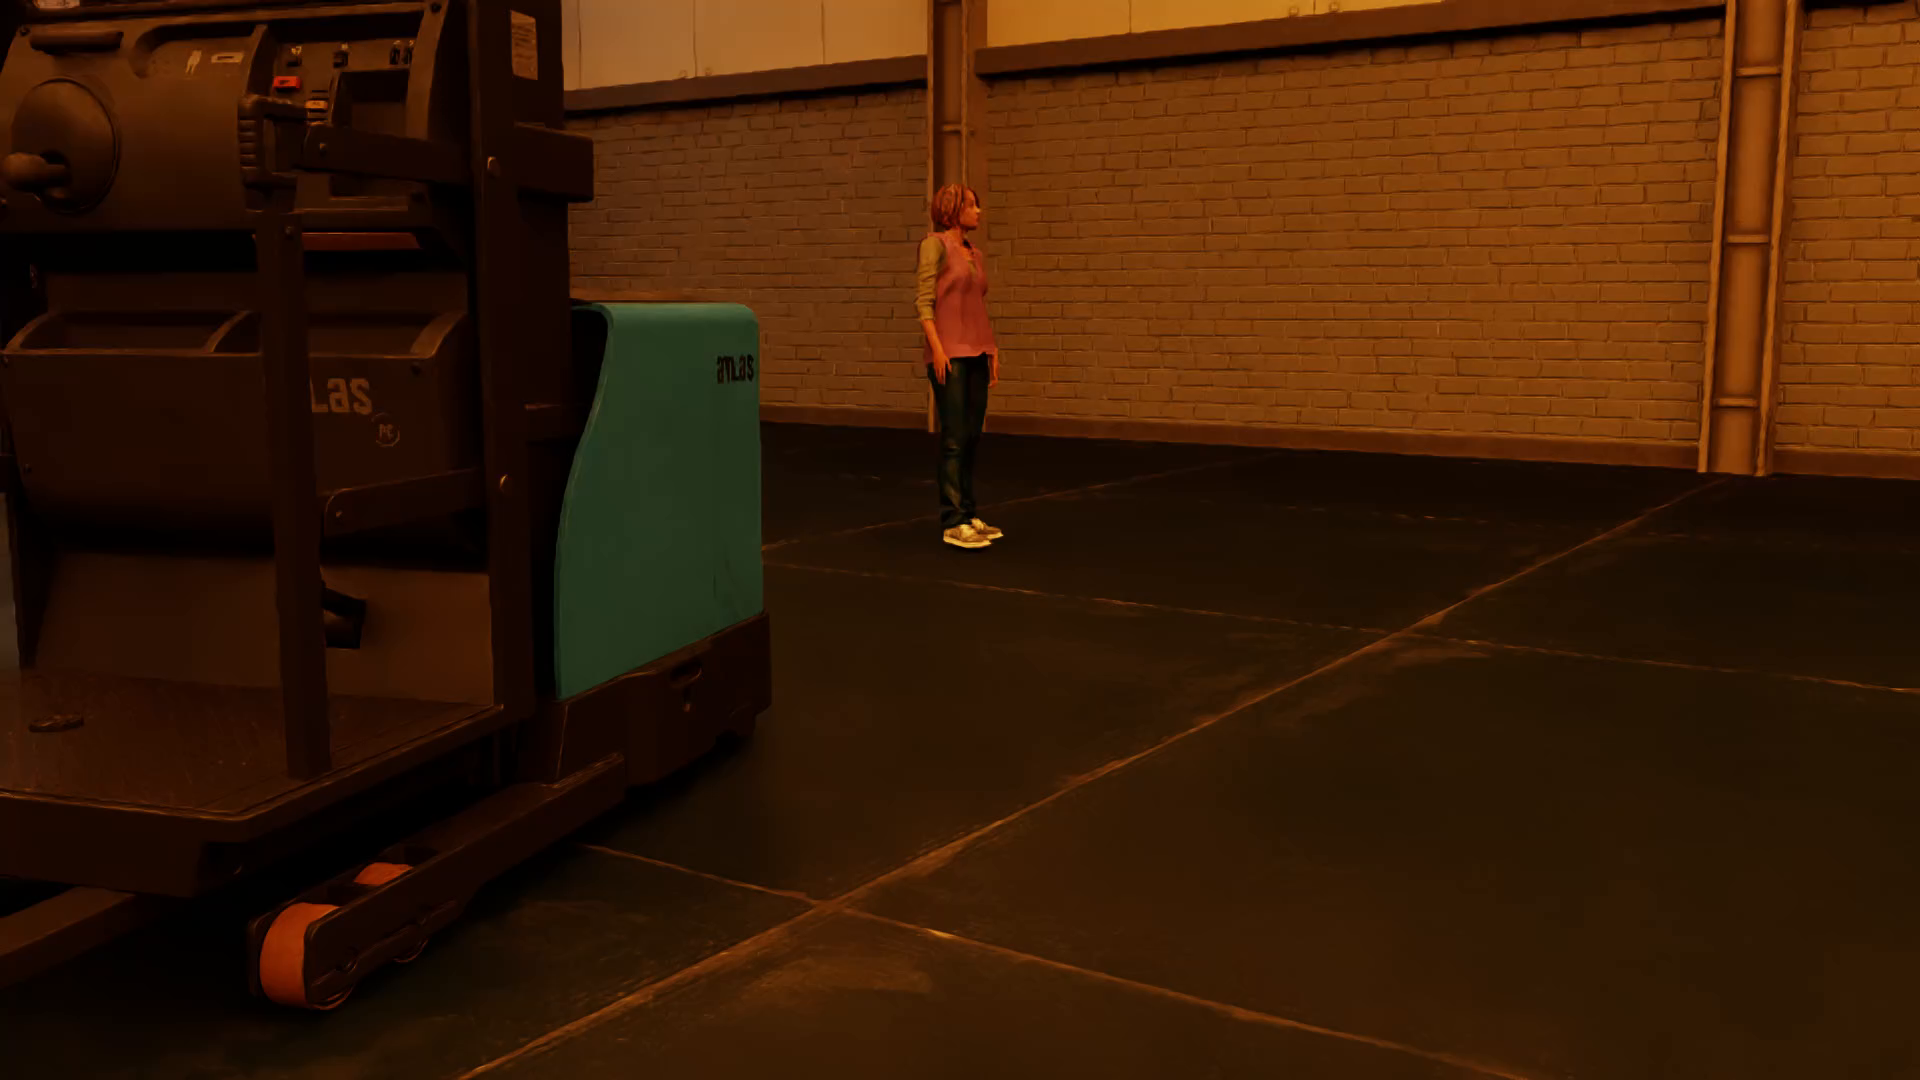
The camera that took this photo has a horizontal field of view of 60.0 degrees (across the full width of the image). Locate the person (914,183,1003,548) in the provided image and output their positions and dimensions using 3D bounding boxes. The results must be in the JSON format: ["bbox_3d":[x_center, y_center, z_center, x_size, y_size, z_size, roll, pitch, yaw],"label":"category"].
[{"bbox_3d":[0.054,-0.790,7.438,0.474,1.597,0.520,5,10,34],"label":"person"}]

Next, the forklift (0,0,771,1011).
[{"bbox_3d":[-1.387,-0.792,2.765,1.130,2.935,3.031,2,8,17],"label":"forklift"}]
